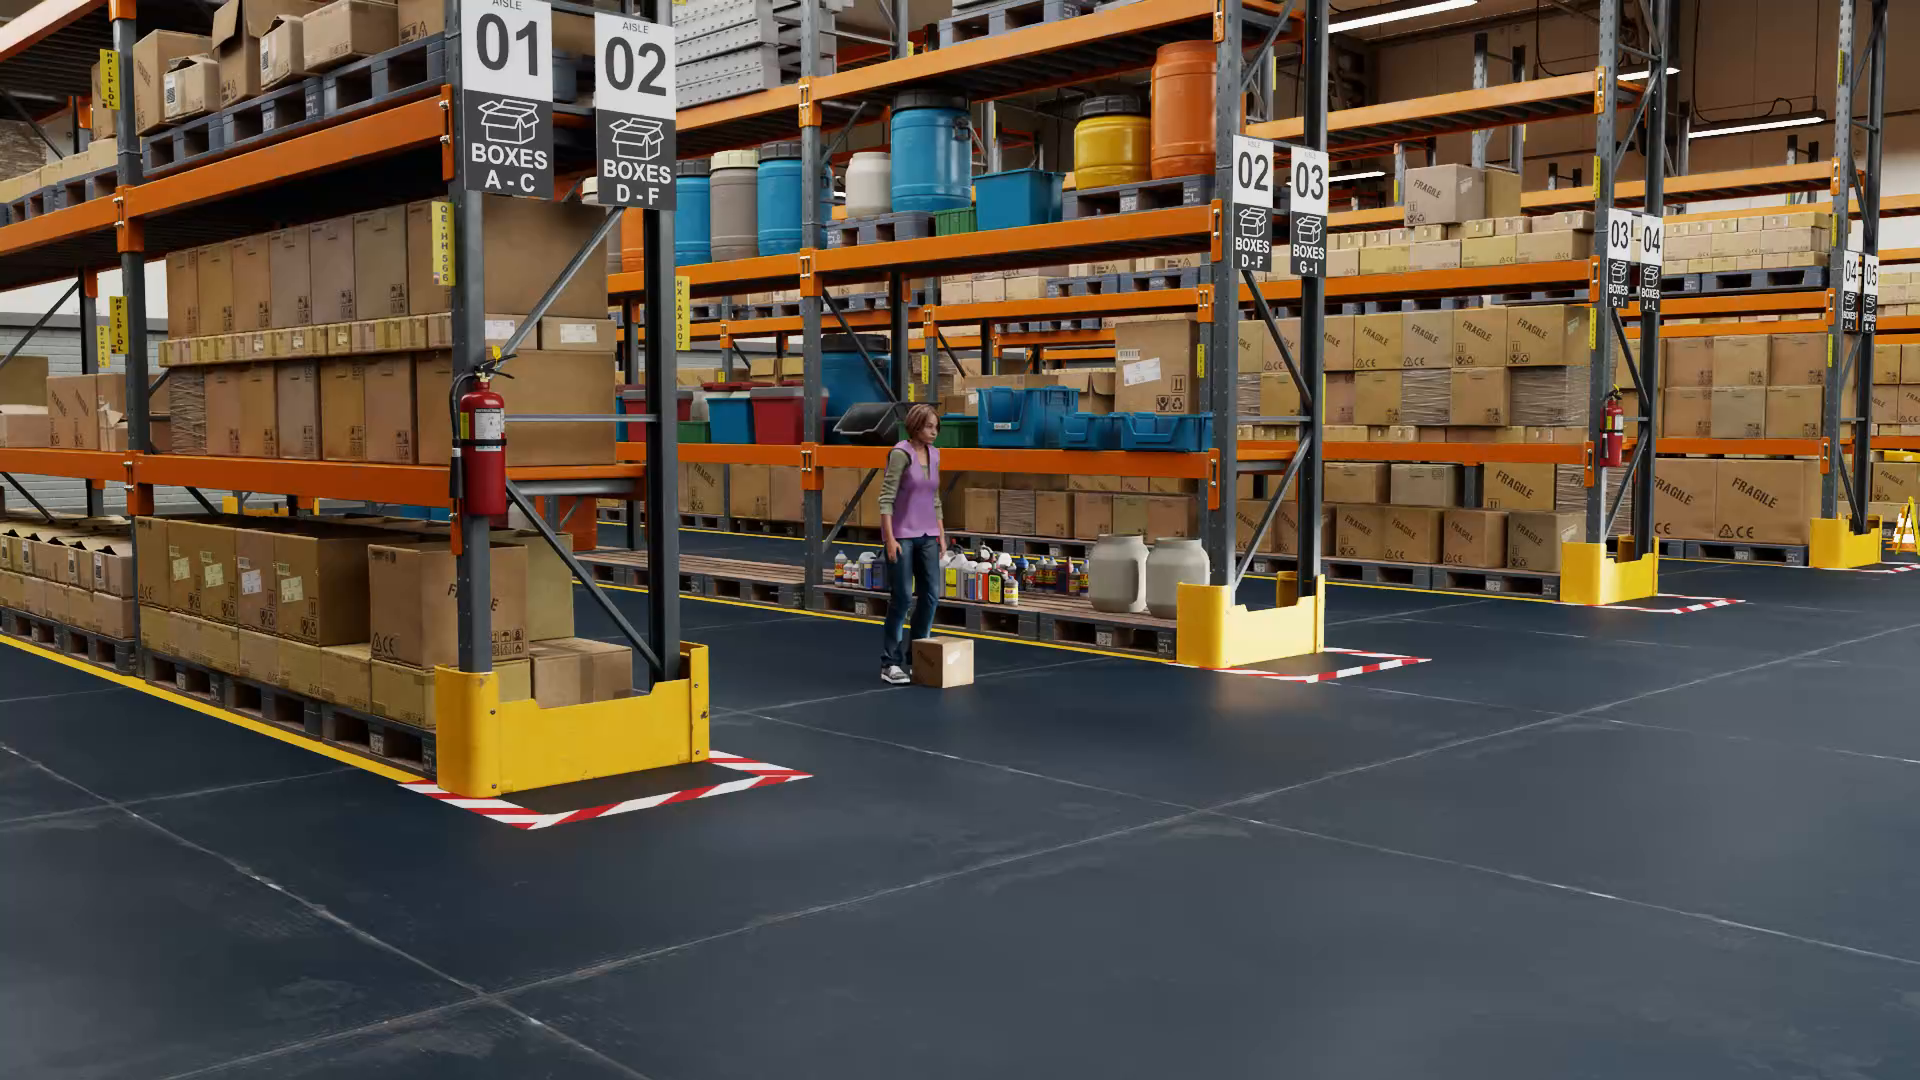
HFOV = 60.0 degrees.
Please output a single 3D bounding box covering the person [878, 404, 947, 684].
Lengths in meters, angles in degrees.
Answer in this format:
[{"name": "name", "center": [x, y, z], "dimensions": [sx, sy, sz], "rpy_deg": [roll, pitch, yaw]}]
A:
[{"name": "person", "center": [-0.267, 0.013, 9.597], "dimensions": [0.467, 1.593, 0.350], "rpy_deg": [-4, 6, -44]}]
